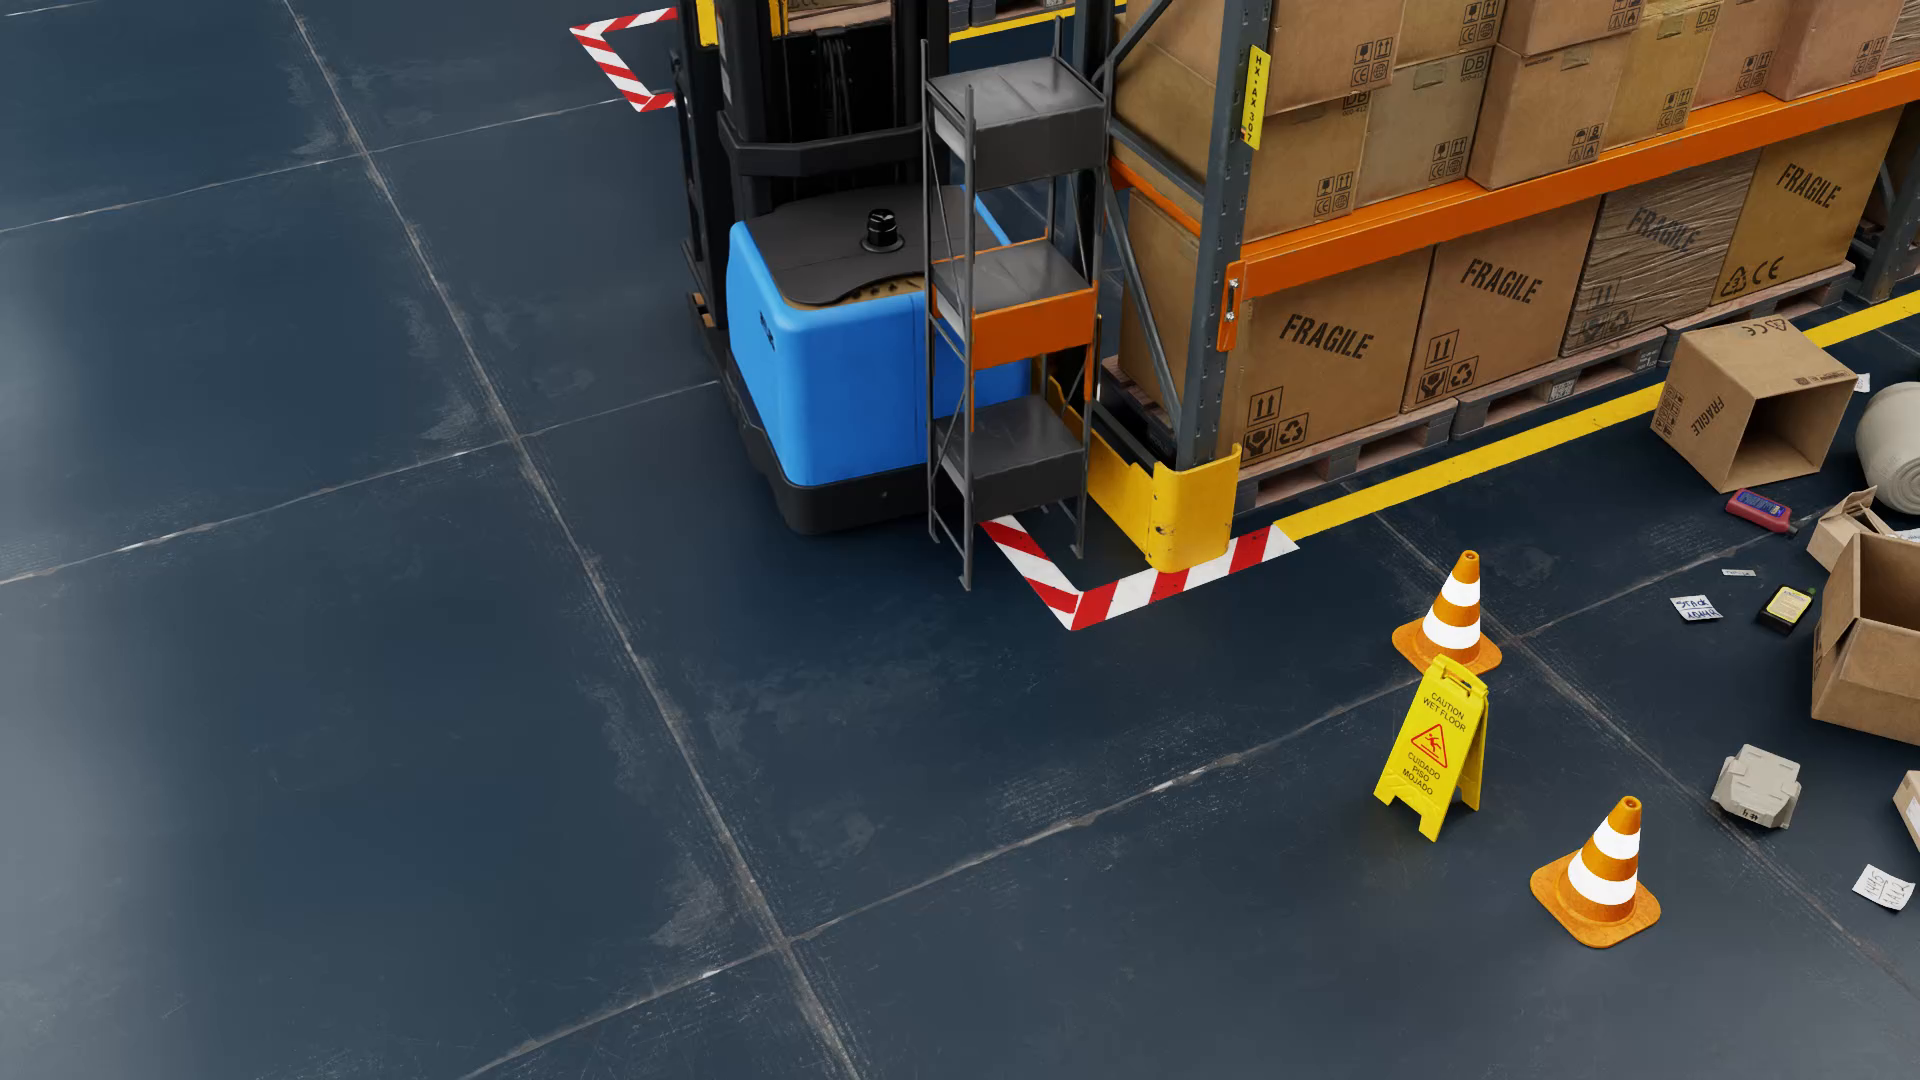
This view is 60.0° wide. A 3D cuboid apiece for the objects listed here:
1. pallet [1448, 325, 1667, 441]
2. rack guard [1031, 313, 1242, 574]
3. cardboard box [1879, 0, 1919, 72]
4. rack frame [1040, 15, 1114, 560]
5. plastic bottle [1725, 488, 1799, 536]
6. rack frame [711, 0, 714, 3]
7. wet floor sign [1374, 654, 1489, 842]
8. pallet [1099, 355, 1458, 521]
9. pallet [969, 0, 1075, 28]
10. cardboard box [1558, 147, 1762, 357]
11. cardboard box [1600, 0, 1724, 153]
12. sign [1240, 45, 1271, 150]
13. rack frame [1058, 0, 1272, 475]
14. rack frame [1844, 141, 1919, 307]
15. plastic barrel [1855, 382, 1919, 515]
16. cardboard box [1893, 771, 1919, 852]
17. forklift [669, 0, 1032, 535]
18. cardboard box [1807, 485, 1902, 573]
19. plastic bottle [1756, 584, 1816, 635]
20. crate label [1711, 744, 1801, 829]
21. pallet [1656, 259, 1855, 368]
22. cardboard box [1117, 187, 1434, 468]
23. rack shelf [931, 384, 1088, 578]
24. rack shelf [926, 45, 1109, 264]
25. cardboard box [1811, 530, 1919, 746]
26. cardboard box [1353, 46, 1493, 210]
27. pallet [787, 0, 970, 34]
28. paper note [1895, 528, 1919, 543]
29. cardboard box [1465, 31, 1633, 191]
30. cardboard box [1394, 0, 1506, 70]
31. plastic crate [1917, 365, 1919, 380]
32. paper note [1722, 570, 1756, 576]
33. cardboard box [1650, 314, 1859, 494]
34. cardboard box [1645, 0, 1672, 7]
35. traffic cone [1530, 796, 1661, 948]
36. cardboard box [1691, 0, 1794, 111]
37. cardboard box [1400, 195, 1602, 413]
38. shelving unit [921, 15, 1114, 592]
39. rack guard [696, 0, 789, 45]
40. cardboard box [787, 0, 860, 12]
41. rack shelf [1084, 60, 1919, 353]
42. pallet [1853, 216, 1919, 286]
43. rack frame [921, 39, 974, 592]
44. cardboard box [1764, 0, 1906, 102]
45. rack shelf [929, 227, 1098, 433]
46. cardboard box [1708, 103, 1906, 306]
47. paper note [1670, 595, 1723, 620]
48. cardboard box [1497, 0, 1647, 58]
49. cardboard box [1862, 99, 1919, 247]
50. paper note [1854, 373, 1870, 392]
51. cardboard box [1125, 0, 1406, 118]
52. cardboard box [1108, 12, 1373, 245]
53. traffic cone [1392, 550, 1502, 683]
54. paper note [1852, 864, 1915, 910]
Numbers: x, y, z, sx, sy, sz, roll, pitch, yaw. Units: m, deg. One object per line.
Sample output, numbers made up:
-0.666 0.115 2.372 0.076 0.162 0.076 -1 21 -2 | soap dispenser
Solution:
2.459 -0.971 7.734 1.213 0.211 1.003 -19 44 -21 | pallet
0.684 -0.429 6.870 0.348 0.500 1.175 -19 44 -21 | rack guard
3.931 -2.524 7.294 0.550 0.550 0.875 -19 44 -21 | cardboard box
0.406 -0.841 6.118 0.015 2.100 0.400 -16 43 -18 | rack frame
3.313 -0.110 6.832 0.283 0.061 0.133 31 49 31 | plastic bottle
-1.496 -4.263 9.464 0.127 3.000 1.000 -19 44 -21 | rack frame
1.594 0.652 5.481 0.232 0.644 0.267 -26 47 -28 | wet floor sign
1.378 -0.609 7.307 1.213 0.211 1.003 -19 44 -21 | pallet
0.388 -3.805 11.081 1.213 0.211 1.003 -19 44 -21 | pallet
2.865 -1.515 7.537 0.875 0.875 0.875 -18 44 -20 | cardboard box
2.497 -2.038 6.720 0.500 0.550 0.875 -19 44 -21 | cardboard box
0.956 -1.431 5.388 0.005 0.325 0.100 -19 44 -21 | sign
0.705 -1.390 6.071 0.127 3.000 1.000 -19 44 -21 | rack frame
4.253 -2.584 7.481 0.127 3.000 1.000 -19 44 -21 | rack frame
3.955 -0.383 6.875 0.421 0.421 0.512 8 41 10 | plastic barrel
3.310 0.956 5.506 0.250 0.149 0.380 2 40 2 | cardboard box
-0.664 -2.098 6.960 1.130 2.935 3.031 -13 42 -15 | forklift
3.579 0.028 6.512 0.258 0.266 0.396 -12 42 -13 | cardboard box
3.192 0.251 6.407 0.133 0.061 0.283 31 49 31 | plastic bottle
2.721 0.836 5.656 0.250 0.136 0.298 22 45 24 | crate label
3.542 -1.338 8.167 1.213 0.211 1.003 -19 44 -21 | pallet
1.276 -0.980 6.905 0.875 0.875 0.875 -18 44 -20 | cardboard box
0.181 -0.234 6.506 0.480 0.518 0.431 -16 43 -18 | rack shelf
0.181 -1.303 5.601 0.480 0.518 0.431 -16 43 -18 | rack shelf
3.470 0.394 5.895 0.797 0.503 0.637 15 42 17 | cardboard box
1.491 -1.761 6.393 0.550 0.550 0.875 -19 44 -21 | cardboard box
-0.692 -3.443 10.654 1.213 0.211 1.003 -19 44 -21 | pallet
3.894 0.006 6.725 0.155 0.023 0.172 -5 40 -6 | paper note
2.046 -1.856 6.505 0.550 0.550 0.875 -19 44 -21 | cardboard box
1.497 -2.165 6.034 0.550 0.550 0.875 -19 44 -21 | cardboard box
4.704 -0.730 7.423 0.662 0.188 0.450 2 30 2 | plastic crate
3.086 0.130 6.589 0.123 0.001 0.032 2 40 2 | paper note
3.350 -0.580 7.046 0.500 0.500 0.500 -12 42 -13 | cardboard box
2.467 -2.487 6.415 0.500 0.550 0.875 -19 44 -21 | cardboard box
2.052 0.982 5.232 0.334 0.463 0.336 -19 44 -21 | traffic cone
2.920 -2.254 6.975 0.550 0.550 0.875 -19 44 -21 | cardboard box
2.055 -1.244 7.217 0.875 0.875 0.875 -19 44 -21 | cardboard box
0.181 -0.779 6.045 0.503 2.100 0.431 -16 43 -18 | shelving unit
-1.429 -3.331 10.299 0.348 0.500 1.175 -19 44 -21 | rack guard
-0.935 -3.646 10.345 0.500 0.500 0.500 -11 41 -13 | cardboard box
2.479 -1.713 7.008 4.000 0.370 1.077 -19 44 -21 | rack shelf
4.902 -1.793 8.705 1.213 0.211 1.003 -19 44 -21 | pallet
-0.043 -0.716 5.971 0.015 2.100 0.400 -16 43 -18 | rack frame
3.454 -2.347 7.085 0.550 0.550 0.875 -19 44 -21 | cardboard box
0.181 -0.768 6.054 0.480 0.518 0.431 -16 43 -18 | rack shelf
3.663 -1.786 7.858 0.875 0.875 0.875 -18 43 -20 | cardboard box
2.843 0.261 6.419 0.142 0.017 0.144 -5 40 -6 | paper note
2.057 -2.255 6.140 0.550 0.550 0.875 -19 44 -21 | cardboard box
4.762 -2.123 8.352 0.750 0.750 1.050 -19 44 -21 | cardboard box
4.075 -0.732 7.590 0.147 0.020 0.142 15 42 17 | paper note
1.052 -1.948 5.778 0.550 0.550 0.875 -19 44 -21 | cardboard box
1.013 -1.584 6.184 0.550 0.550 0.875 -19 44 -21 | cardboard box
1.832 0.233 6.116 0.334 0.463 0.336 -19 44 -21 | traffic cone
3.000 1.126 5.396 0.148 0.019 0.142 31 49 31 | paper note
